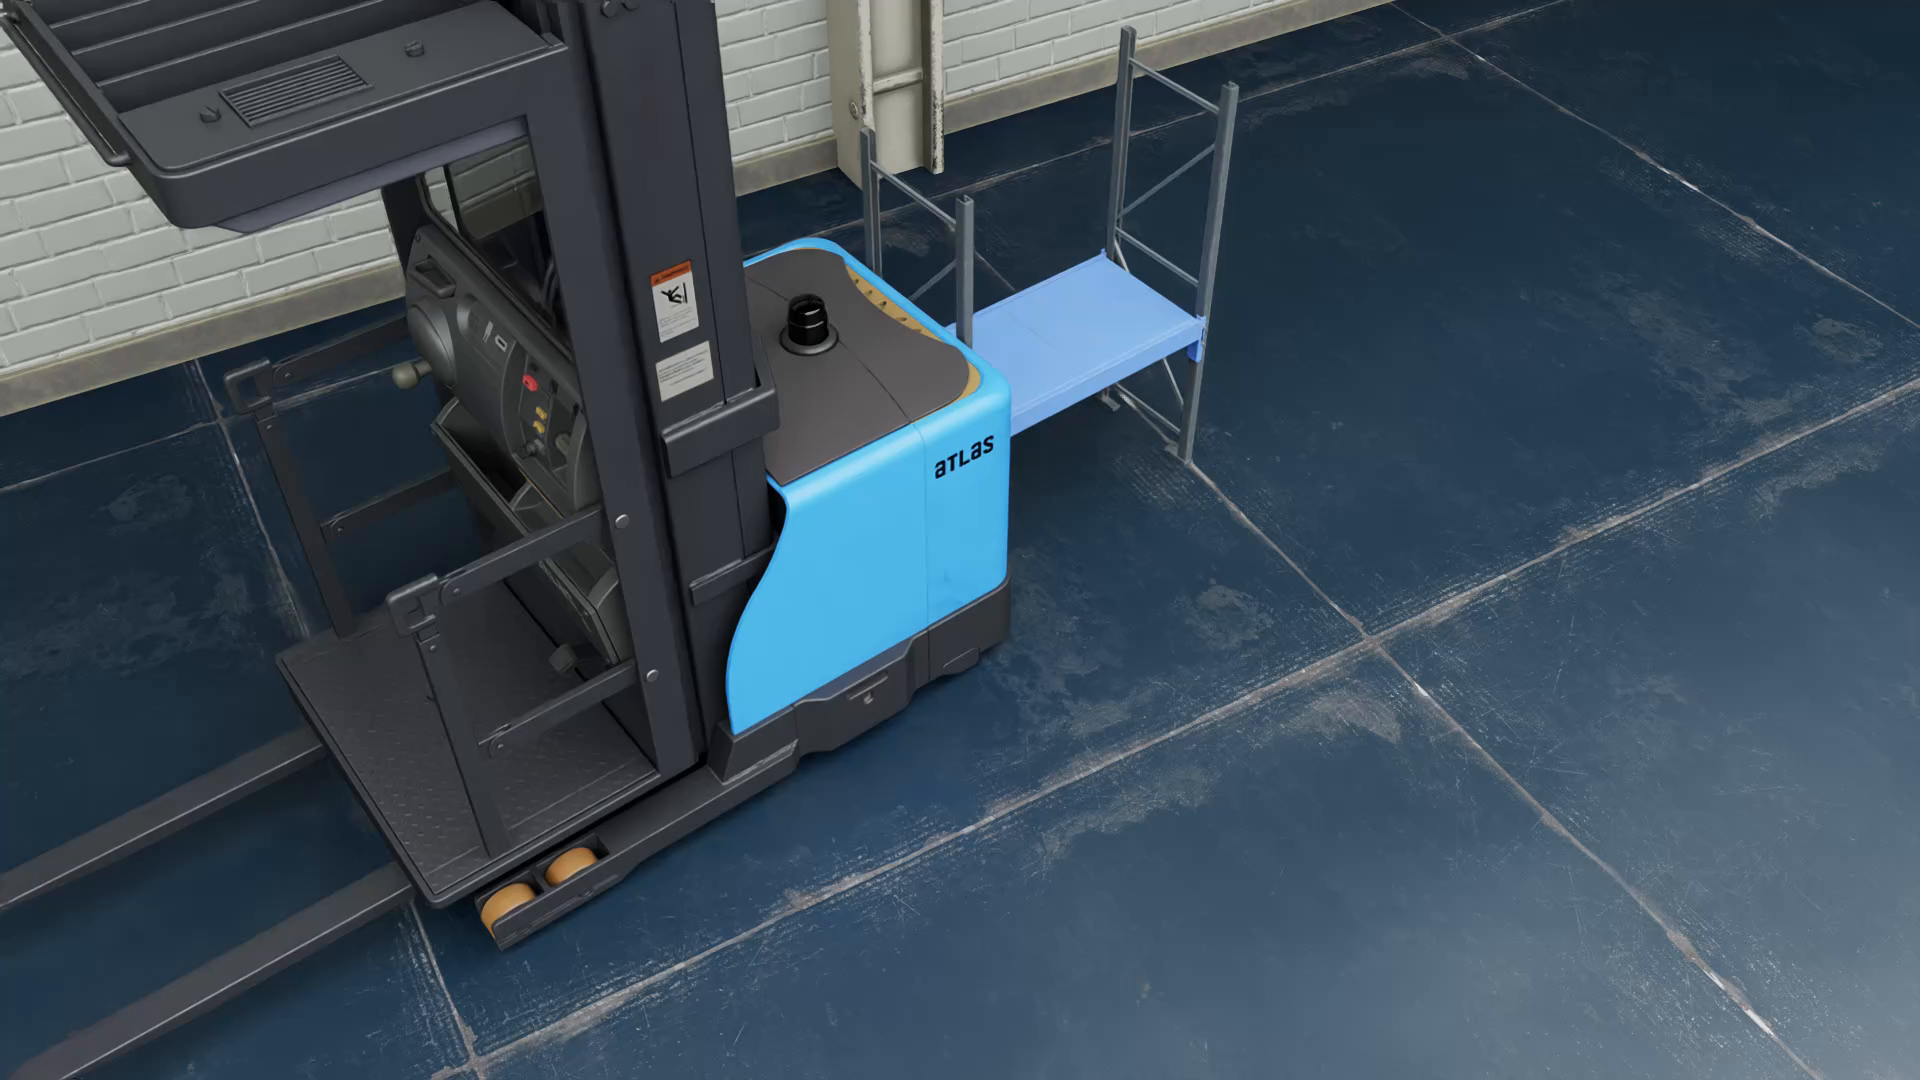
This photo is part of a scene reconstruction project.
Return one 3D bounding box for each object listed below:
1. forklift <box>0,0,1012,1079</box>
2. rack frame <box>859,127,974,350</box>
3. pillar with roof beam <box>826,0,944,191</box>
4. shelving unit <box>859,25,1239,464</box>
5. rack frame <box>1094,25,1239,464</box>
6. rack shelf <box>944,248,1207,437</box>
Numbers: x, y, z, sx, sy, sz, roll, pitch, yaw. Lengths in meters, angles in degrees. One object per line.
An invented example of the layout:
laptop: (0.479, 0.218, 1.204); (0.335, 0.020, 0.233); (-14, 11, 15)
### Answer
forklift: (-1.313, -0.359, 4.016); (3.031, 2.935, 1.130); (-28, 51, -26)
rack frame: (-0.127, -0.521, 5.210); (0.032, 1.500, 0.500); (-28, 51, -26)
pillar with roof beam: (1.828, -2.307, 1.666); (0.400, 9.000, 9.100); (-22, 48, -21)
shelving unit: (0.274, -0.738, 5.434); (1.048, 1.500, 0.538); (-28, 51, -26)
rack frame: (0.675, -0.956, 5.658); (0.032, 1.500, 0.500); (-28, 51, -26)
rack shelf: (0.274, -0.609, 5.559); (1.000, 0.185, 0.538); (-28, 51, -26)
